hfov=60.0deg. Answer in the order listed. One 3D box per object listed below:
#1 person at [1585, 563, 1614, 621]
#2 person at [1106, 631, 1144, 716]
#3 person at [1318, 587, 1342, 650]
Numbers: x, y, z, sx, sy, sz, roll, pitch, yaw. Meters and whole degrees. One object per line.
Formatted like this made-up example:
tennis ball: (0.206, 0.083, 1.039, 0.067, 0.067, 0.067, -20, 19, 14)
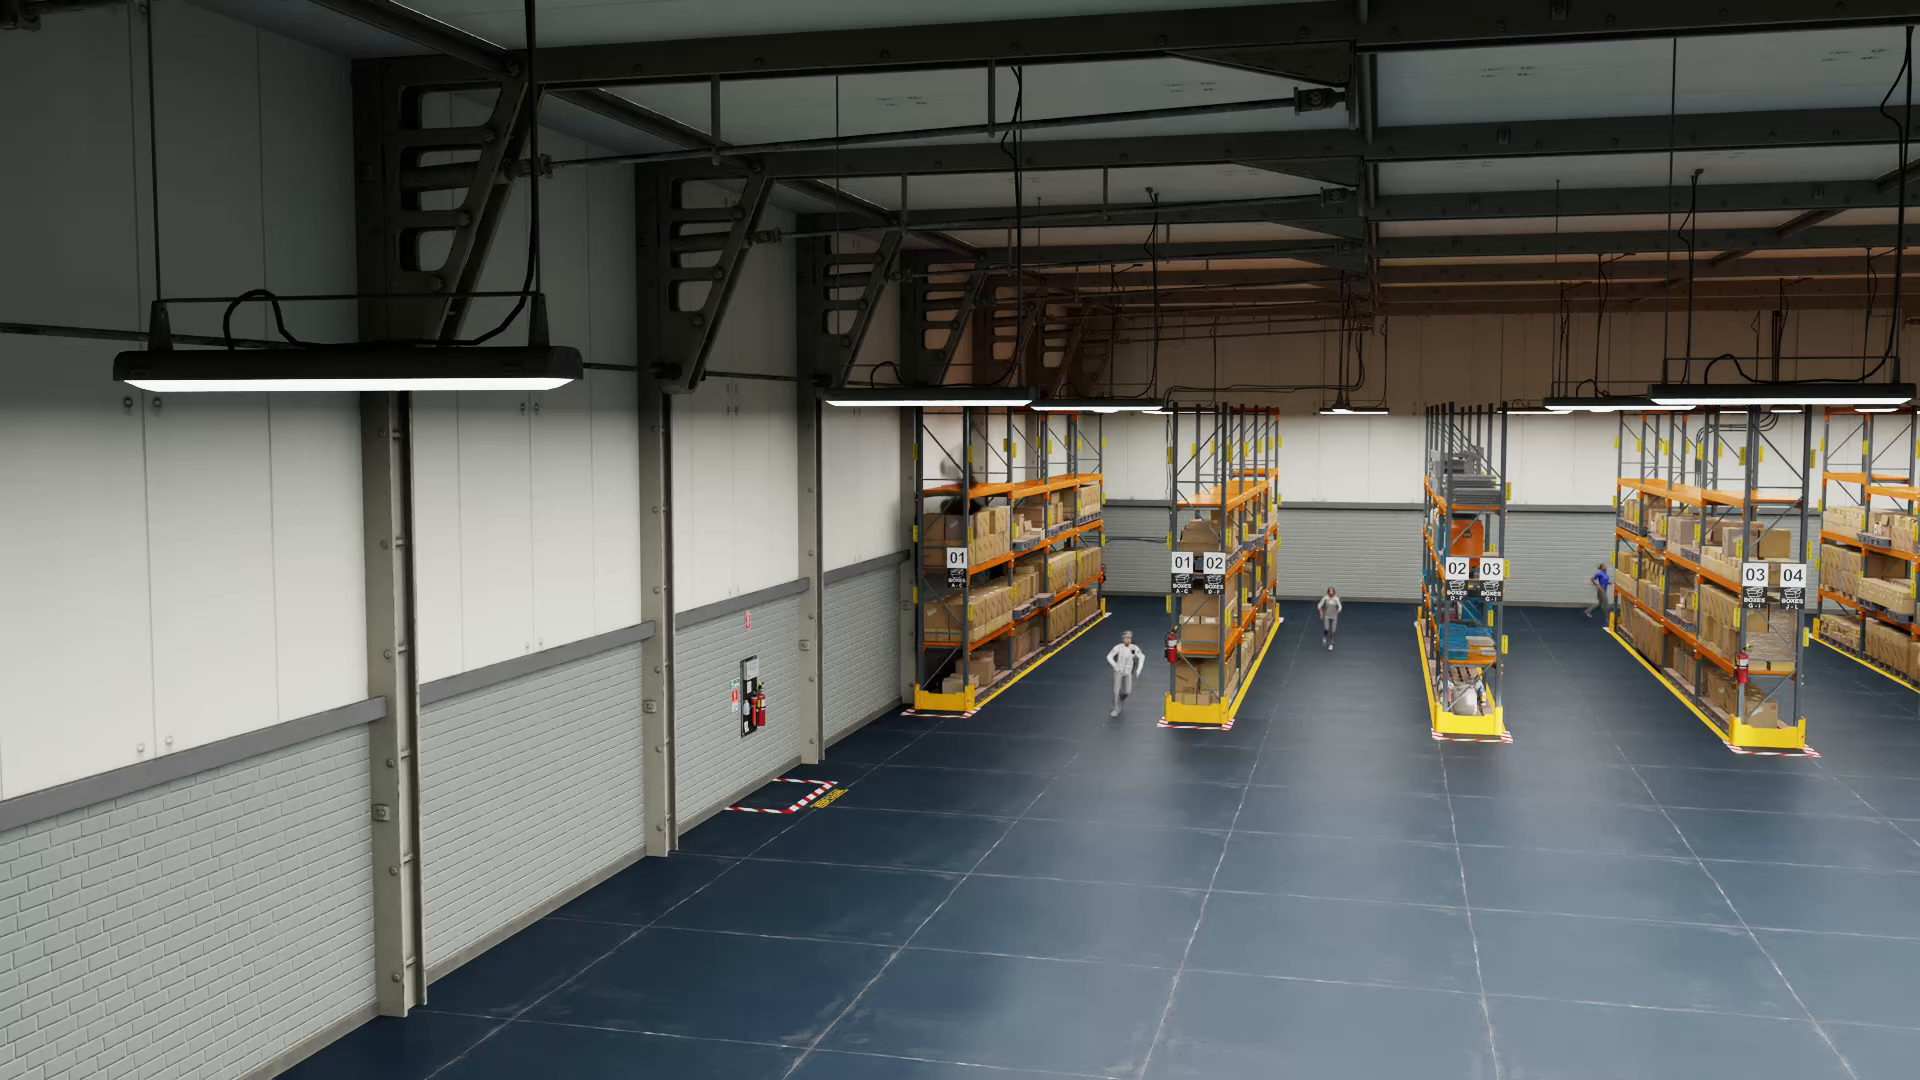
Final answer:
person: (17.920, 1.466, 46.437, 0.905, 1.673, 0.578, 3, 5, 37)
person: (3.181, 2.552, 31.832, 0.752, 1.645, 0.522, 0, 4, -5)
person: (9.108, 1.929, 40.892, 0.568, 1.564, 0.570, 1, 4, 7)
